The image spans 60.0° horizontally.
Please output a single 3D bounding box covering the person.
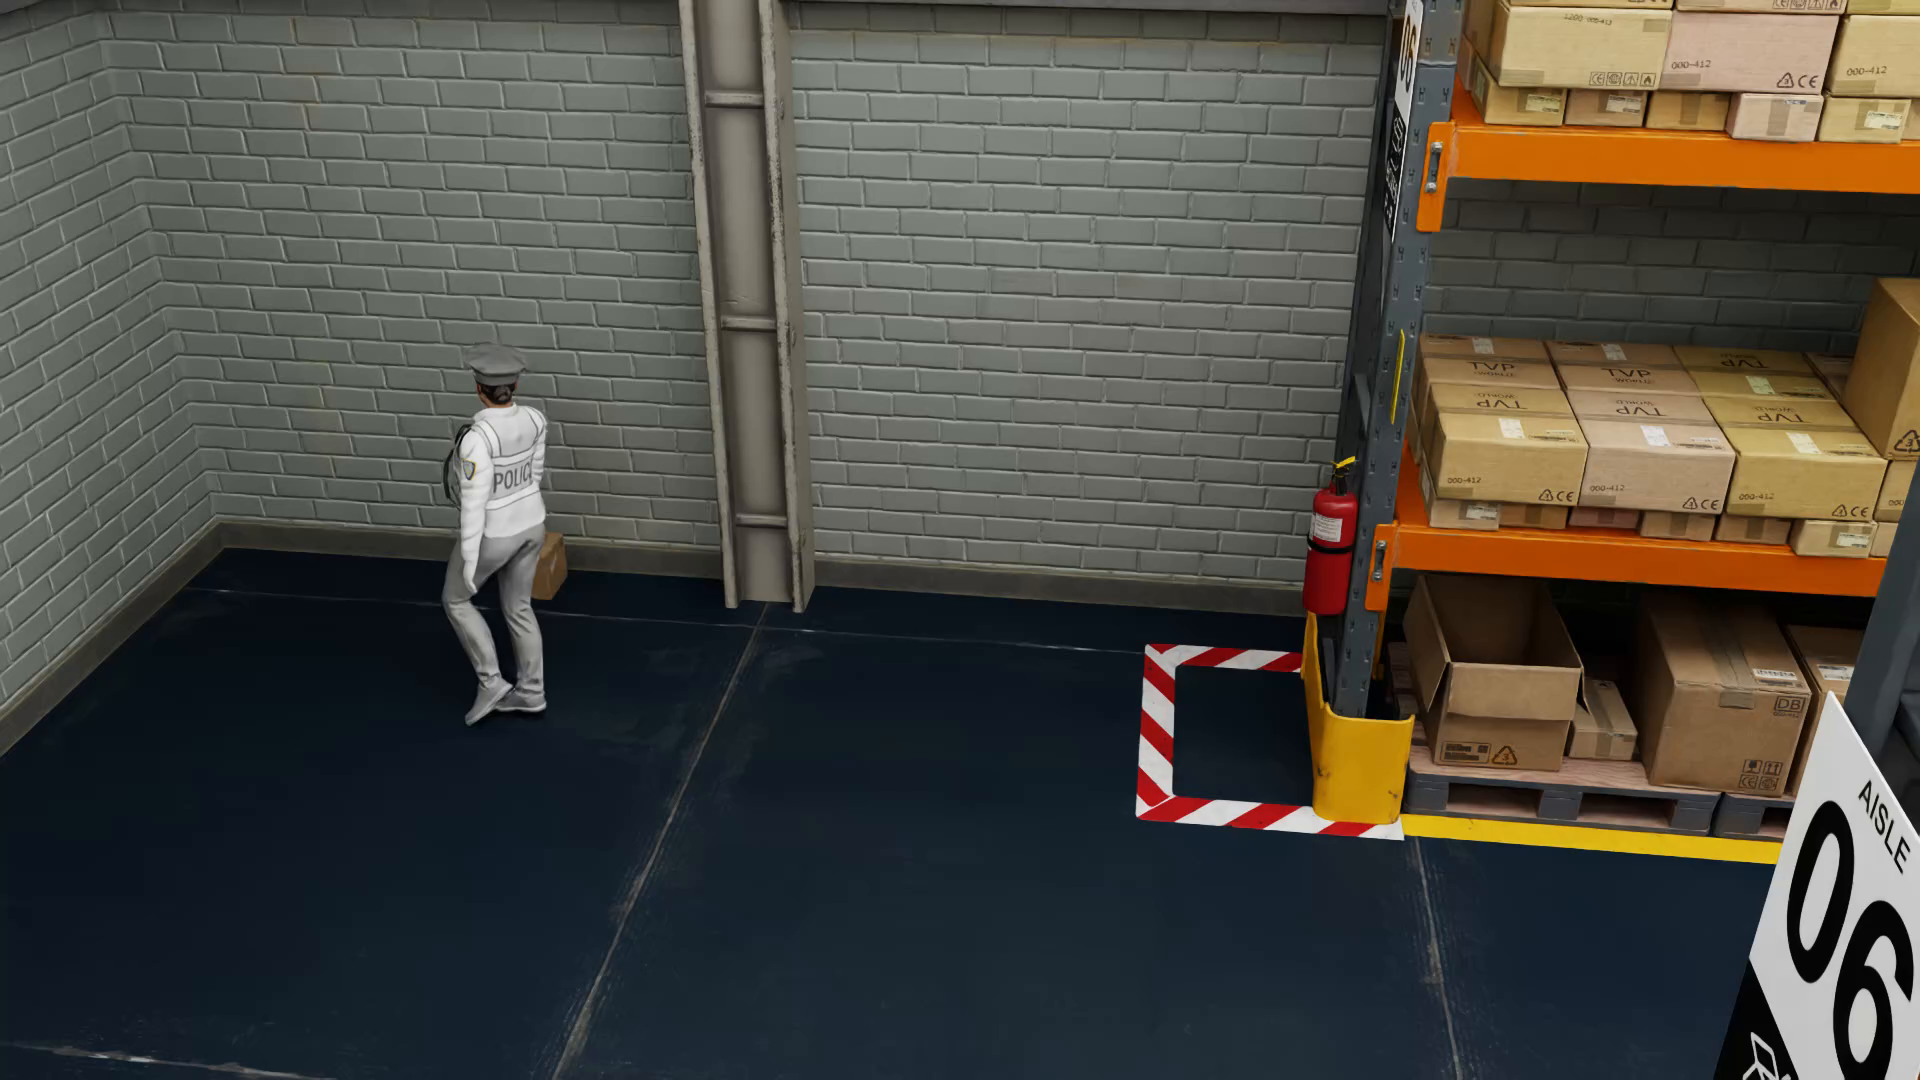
[{"bbox_3d":[-2.005,-0.009,7.120,0.425,1.676,0.571,16,32,26],"label":"person"}]
